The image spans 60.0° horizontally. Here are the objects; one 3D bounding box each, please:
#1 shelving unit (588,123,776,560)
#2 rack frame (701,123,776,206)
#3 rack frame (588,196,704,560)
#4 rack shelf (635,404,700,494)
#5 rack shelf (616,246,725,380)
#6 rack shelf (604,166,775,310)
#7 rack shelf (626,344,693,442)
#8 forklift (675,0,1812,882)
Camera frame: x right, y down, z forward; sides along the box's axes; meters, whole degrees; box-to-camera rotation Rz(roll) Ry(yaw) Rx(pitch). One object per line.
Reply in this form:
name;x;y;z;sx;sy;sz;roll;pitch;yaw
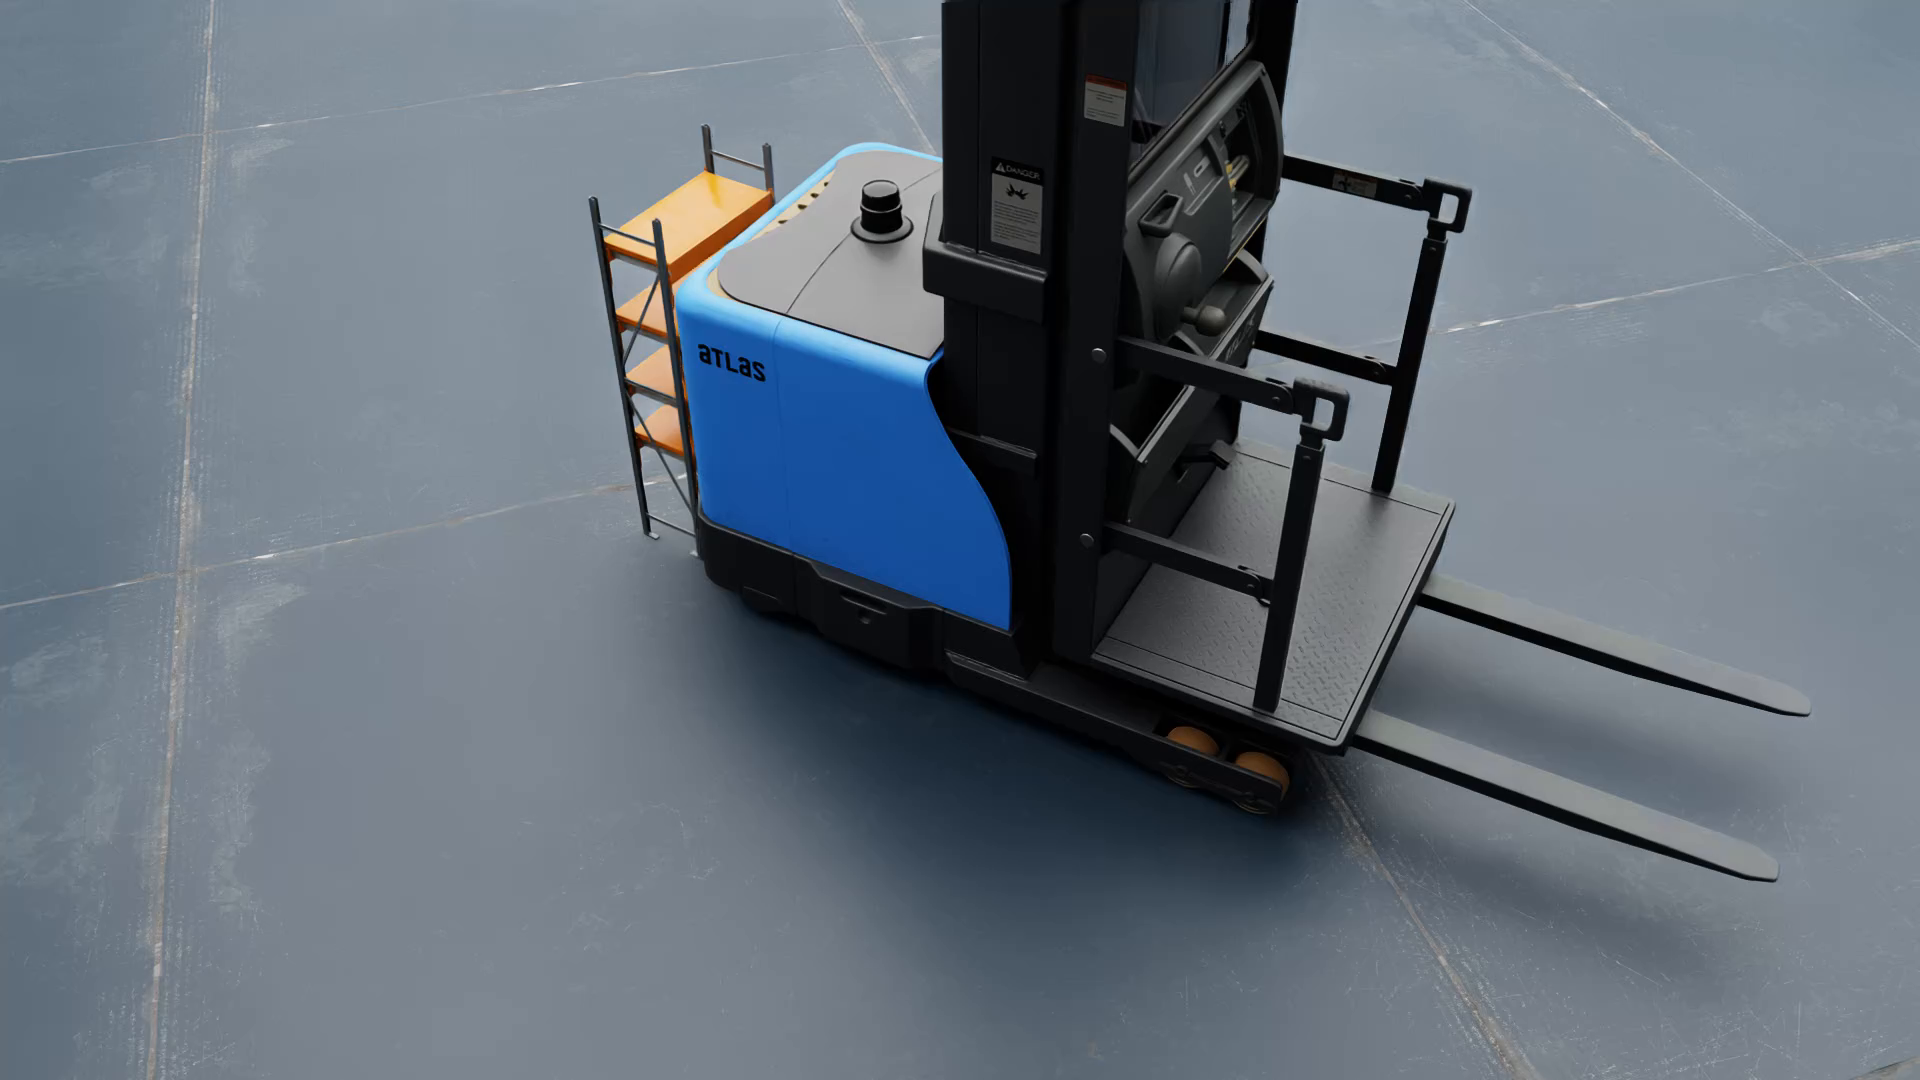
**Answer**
shelving unit;-0.769;-0.570;4.991;0.258;1.200;0.503;22;46;23
rack frame;-0.641;-0.707;5.147;0.240;1.200;0.015;22;46;23
rack frame;-0.897;-0.433;4.834;0.240;1.200;0.015;22;46;23
rack shelf;-0.769;-0.370;5.165;0.258;0.148;0.480;22;46;23
rack shelf;-0.769;-0.688;4.888;0.258;0.148;0.480;22;46;23
rack shelf;-0.769;-0.866;4.732;0.258;0.148;0.480;22;46;23
rack shelf;-0.769;-0.519;5.035;0.258;0.148;0.480;22;46;23
forklift;0.772;-0.780;3.915;3.031;2.935;1.130;19;45;21
